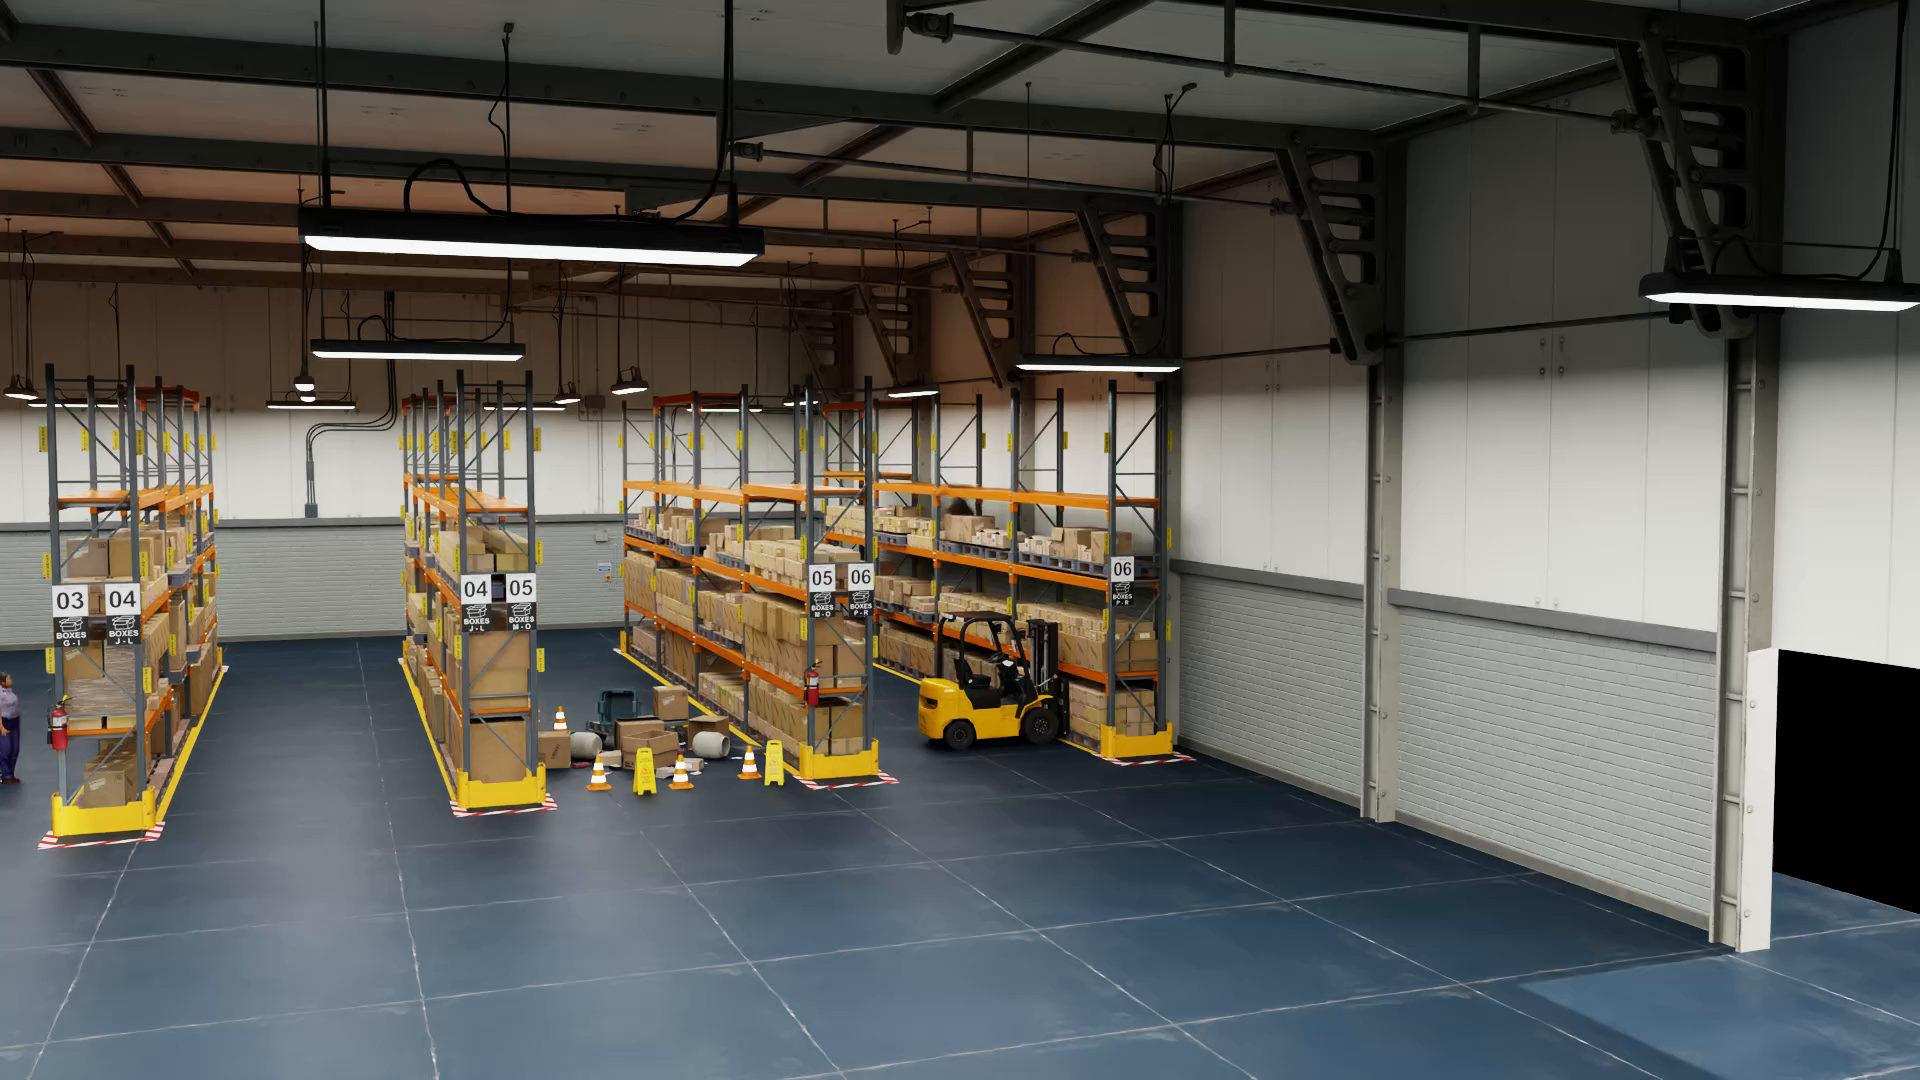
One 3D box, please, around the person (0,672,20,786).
[{"bbox_3d":[-13.994,2.787,24.502,0.488,1.703,0.488,1,3,9],"label":"person"}]
